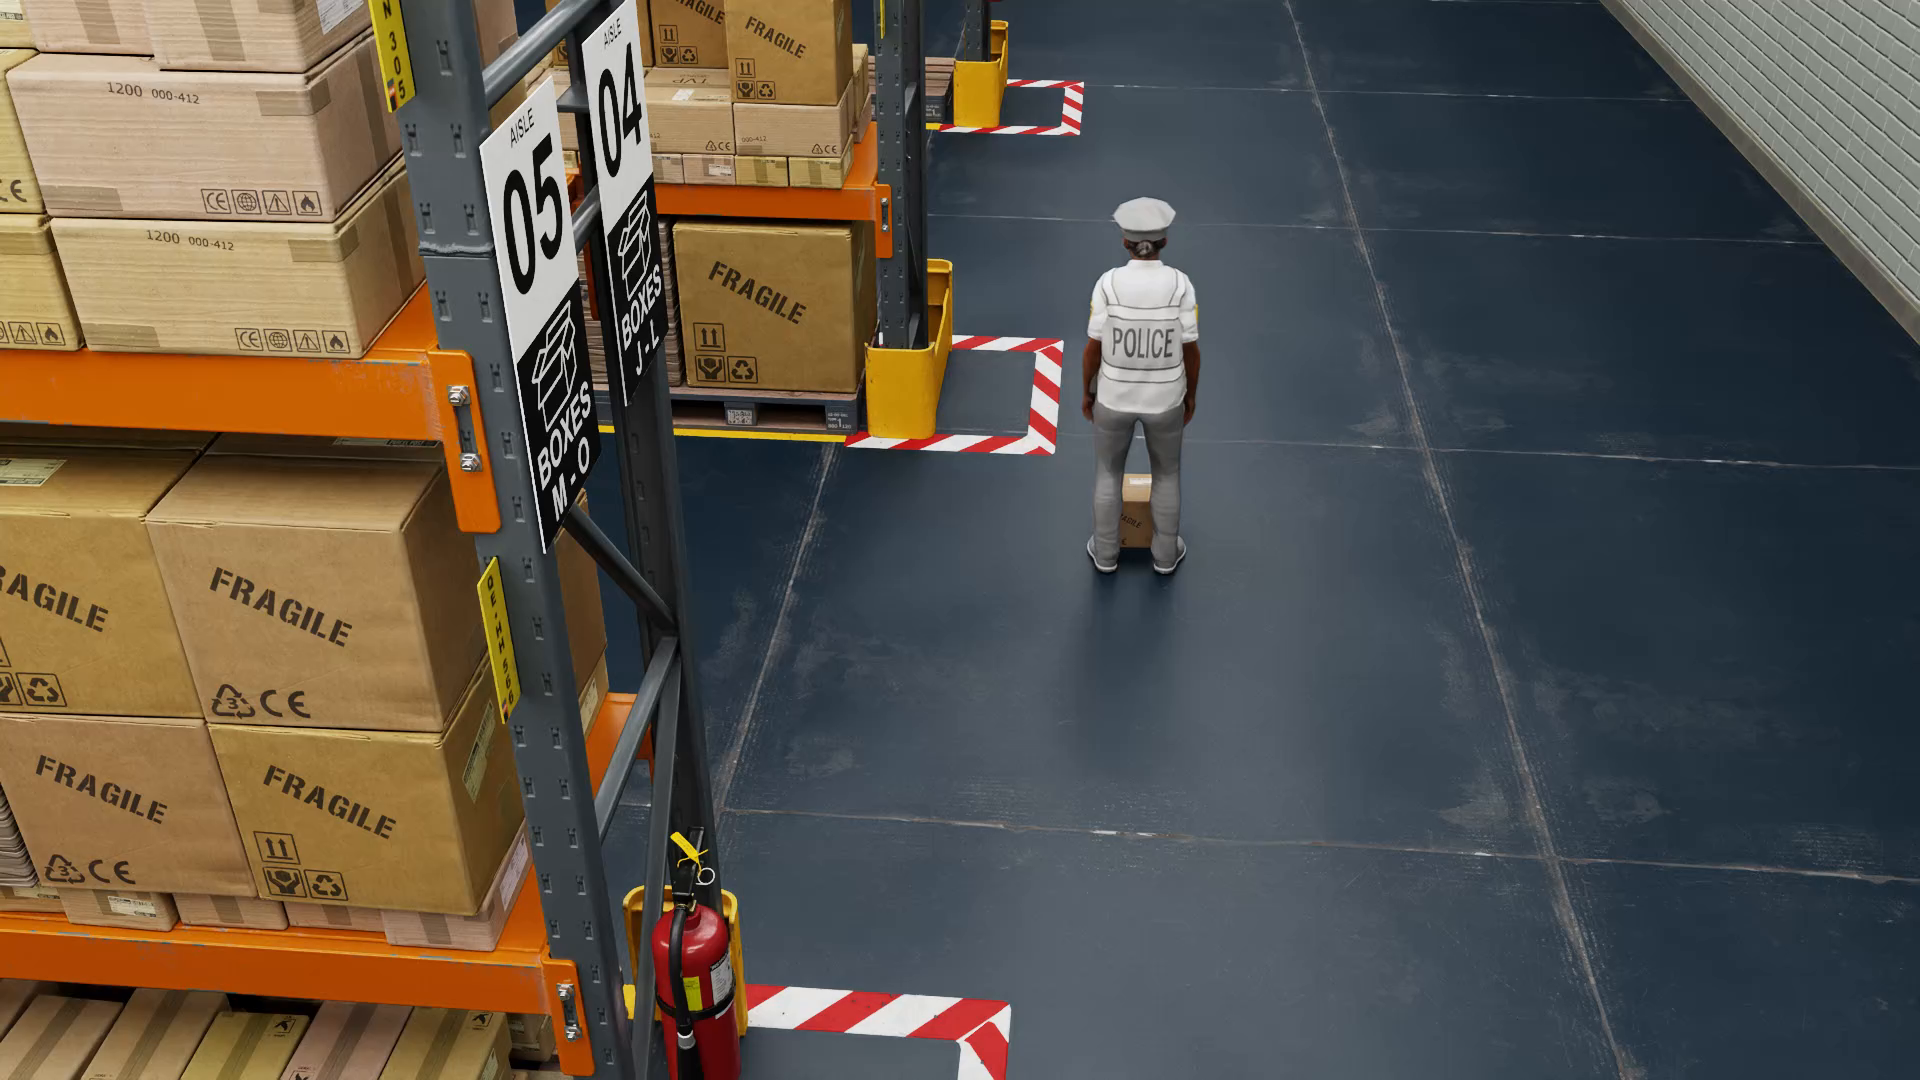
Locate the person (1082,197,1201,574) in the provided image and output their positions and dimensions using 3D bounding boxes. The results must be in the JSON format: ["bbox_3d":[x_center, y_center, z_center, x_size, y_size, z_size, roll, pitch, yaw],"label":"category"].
[{"bbox_3d":[0.772,-0.608,7.104,0.506,1.660,0.393,3,32,4],"label":"person"}]
